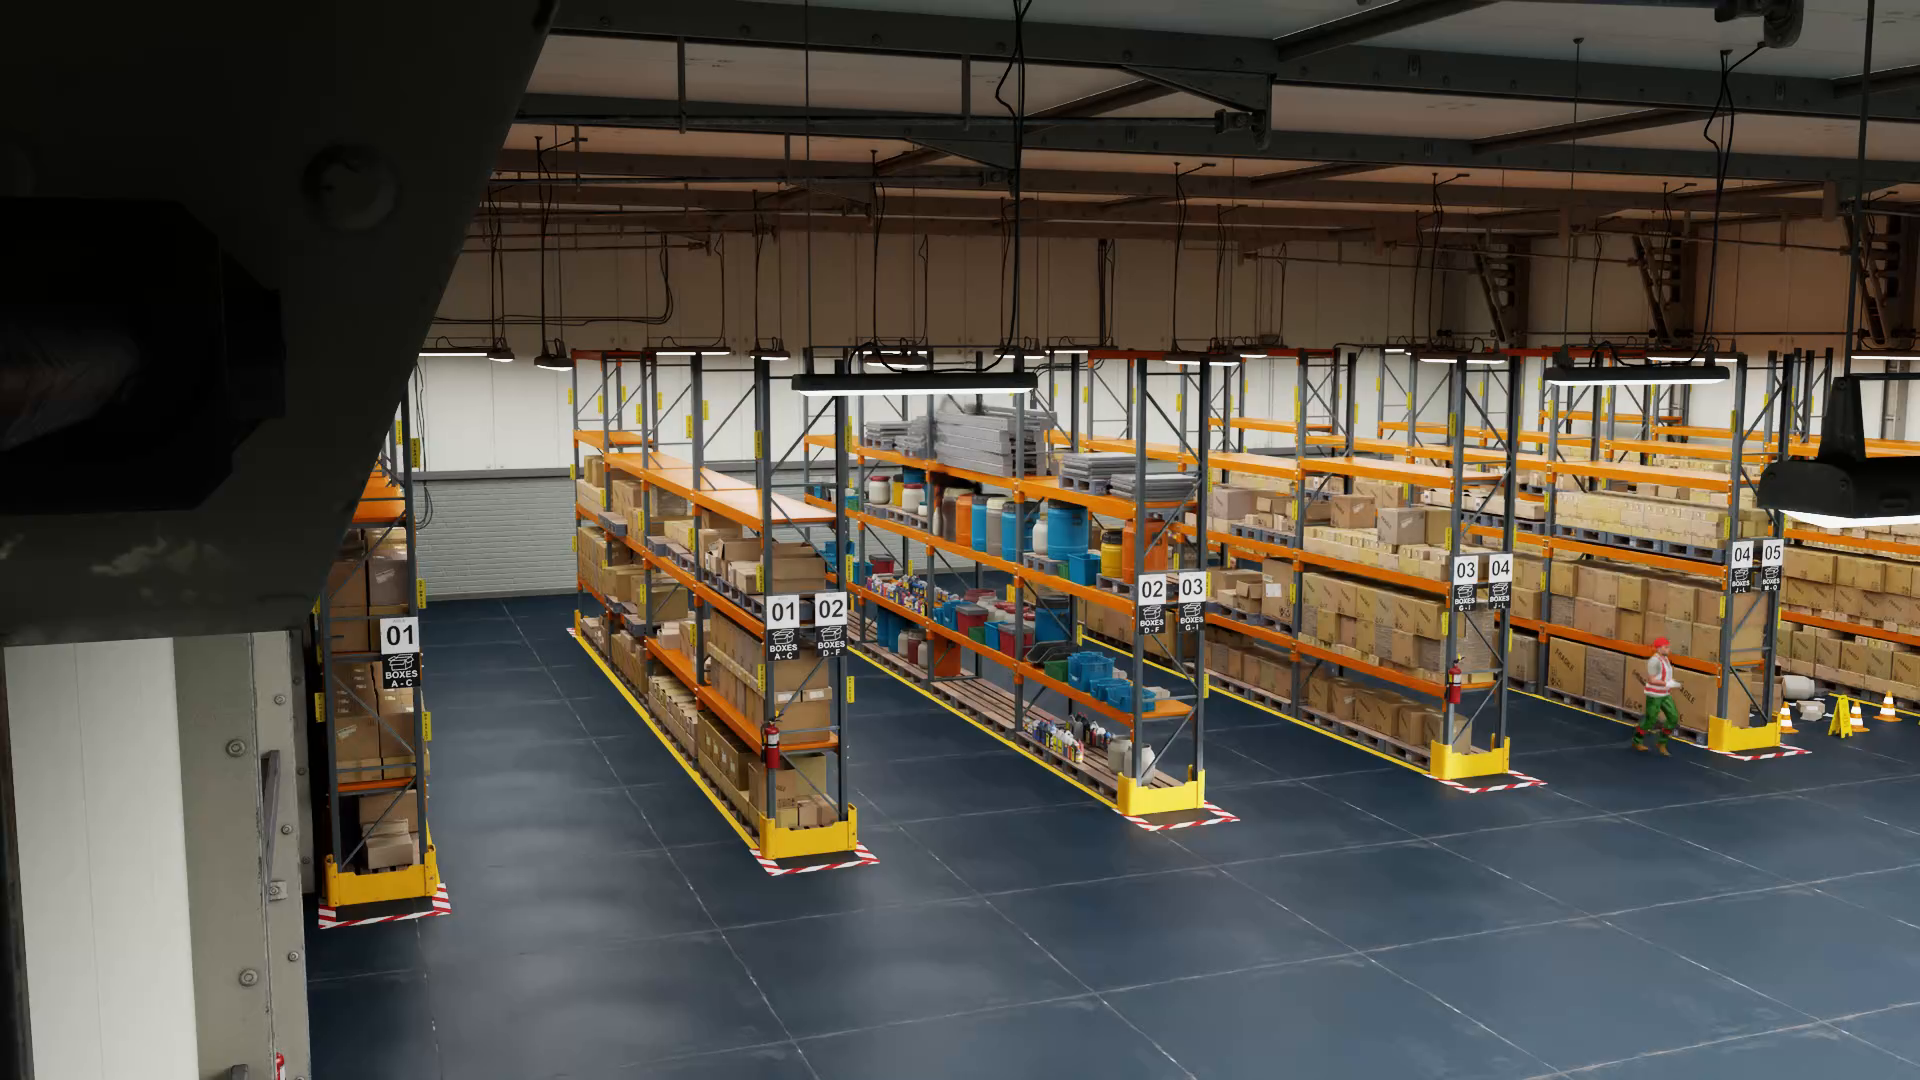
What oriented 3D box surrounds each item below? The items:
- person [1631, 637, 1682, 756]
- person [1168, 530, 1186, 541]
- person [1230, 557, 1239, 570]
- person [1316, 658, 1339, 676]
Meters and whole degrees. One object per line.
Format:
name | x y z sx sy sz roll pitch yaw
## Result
person | 10.498 2.368 24.957 0.680 1.851 0.742 -6 9 -40
person | 5.208 0.367 41.170 0.792 1.697 0.948 -6 9 -38
person | 5.524 1.224 33.799 0.705 1.759 1.067 -3 8 -25
person | 6.826 1.716 30.568 0.627 1.763 0.729 -3 8 -23
